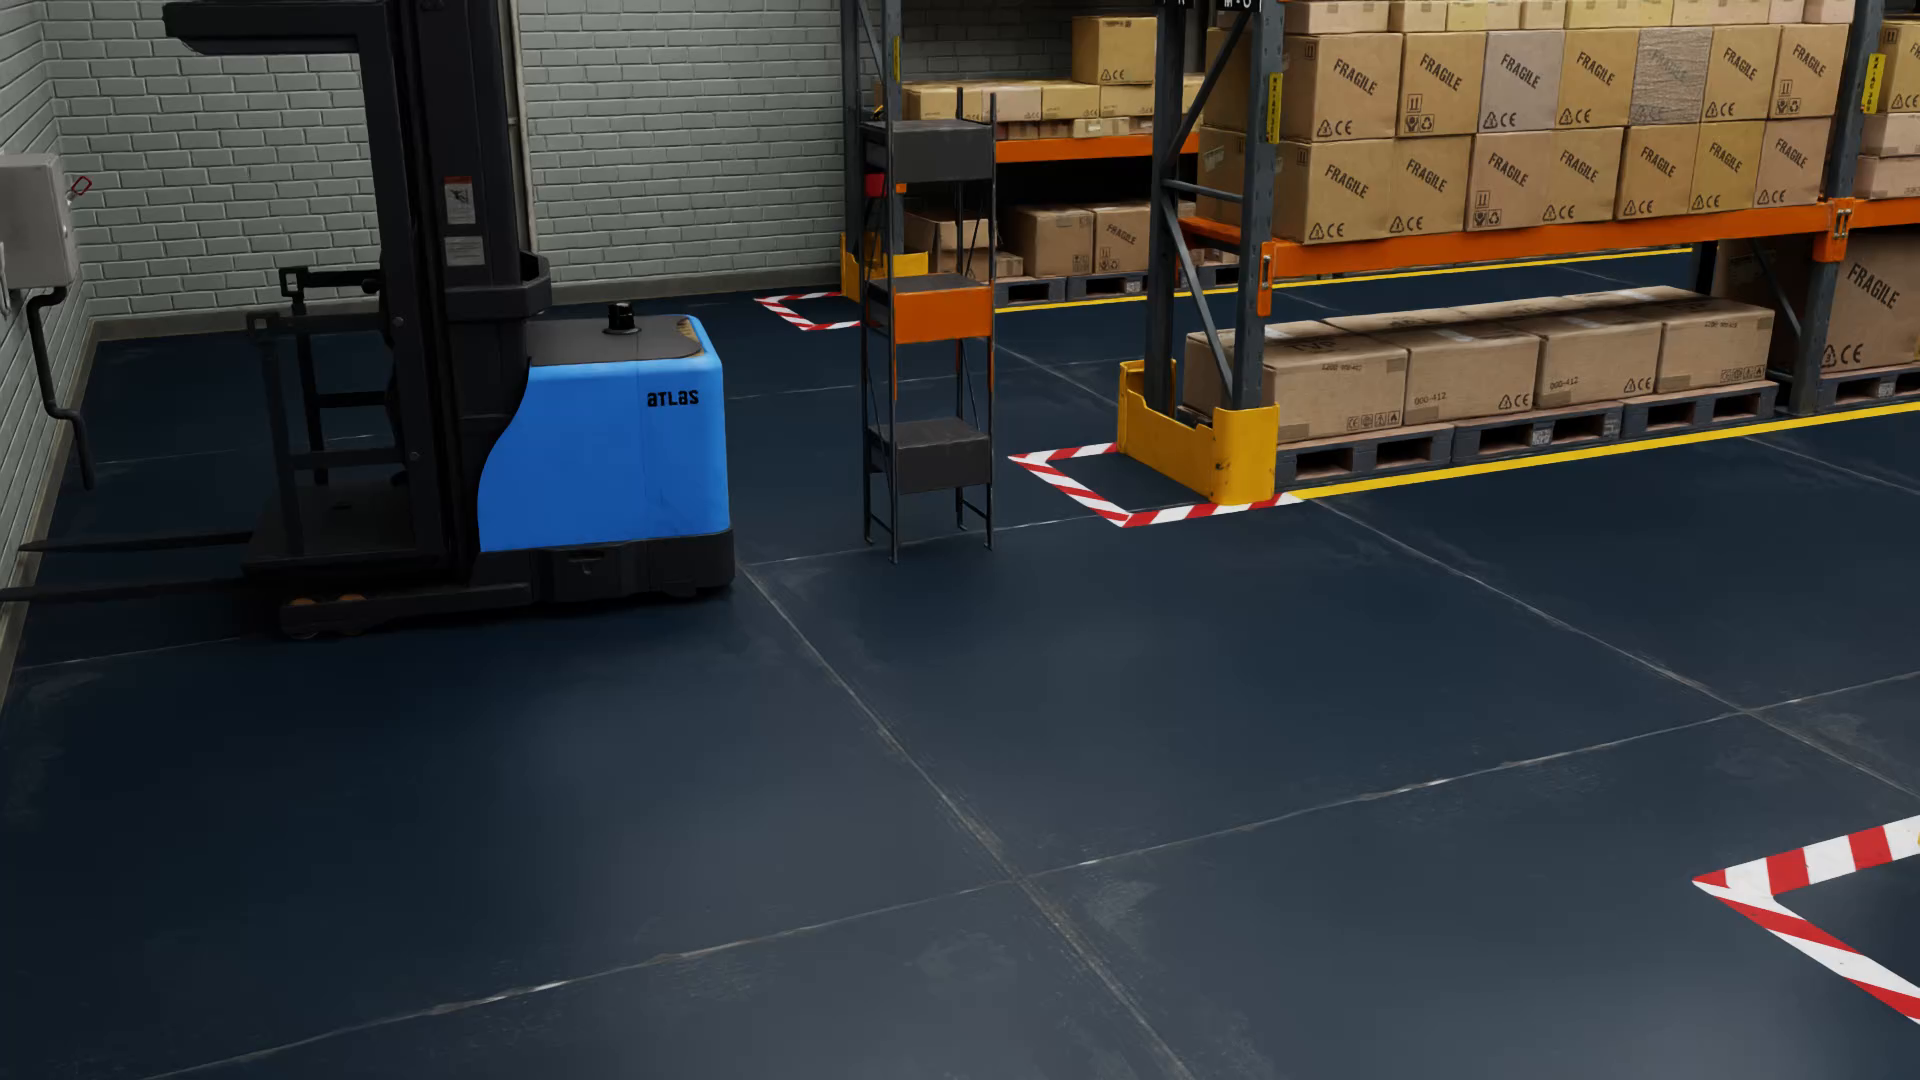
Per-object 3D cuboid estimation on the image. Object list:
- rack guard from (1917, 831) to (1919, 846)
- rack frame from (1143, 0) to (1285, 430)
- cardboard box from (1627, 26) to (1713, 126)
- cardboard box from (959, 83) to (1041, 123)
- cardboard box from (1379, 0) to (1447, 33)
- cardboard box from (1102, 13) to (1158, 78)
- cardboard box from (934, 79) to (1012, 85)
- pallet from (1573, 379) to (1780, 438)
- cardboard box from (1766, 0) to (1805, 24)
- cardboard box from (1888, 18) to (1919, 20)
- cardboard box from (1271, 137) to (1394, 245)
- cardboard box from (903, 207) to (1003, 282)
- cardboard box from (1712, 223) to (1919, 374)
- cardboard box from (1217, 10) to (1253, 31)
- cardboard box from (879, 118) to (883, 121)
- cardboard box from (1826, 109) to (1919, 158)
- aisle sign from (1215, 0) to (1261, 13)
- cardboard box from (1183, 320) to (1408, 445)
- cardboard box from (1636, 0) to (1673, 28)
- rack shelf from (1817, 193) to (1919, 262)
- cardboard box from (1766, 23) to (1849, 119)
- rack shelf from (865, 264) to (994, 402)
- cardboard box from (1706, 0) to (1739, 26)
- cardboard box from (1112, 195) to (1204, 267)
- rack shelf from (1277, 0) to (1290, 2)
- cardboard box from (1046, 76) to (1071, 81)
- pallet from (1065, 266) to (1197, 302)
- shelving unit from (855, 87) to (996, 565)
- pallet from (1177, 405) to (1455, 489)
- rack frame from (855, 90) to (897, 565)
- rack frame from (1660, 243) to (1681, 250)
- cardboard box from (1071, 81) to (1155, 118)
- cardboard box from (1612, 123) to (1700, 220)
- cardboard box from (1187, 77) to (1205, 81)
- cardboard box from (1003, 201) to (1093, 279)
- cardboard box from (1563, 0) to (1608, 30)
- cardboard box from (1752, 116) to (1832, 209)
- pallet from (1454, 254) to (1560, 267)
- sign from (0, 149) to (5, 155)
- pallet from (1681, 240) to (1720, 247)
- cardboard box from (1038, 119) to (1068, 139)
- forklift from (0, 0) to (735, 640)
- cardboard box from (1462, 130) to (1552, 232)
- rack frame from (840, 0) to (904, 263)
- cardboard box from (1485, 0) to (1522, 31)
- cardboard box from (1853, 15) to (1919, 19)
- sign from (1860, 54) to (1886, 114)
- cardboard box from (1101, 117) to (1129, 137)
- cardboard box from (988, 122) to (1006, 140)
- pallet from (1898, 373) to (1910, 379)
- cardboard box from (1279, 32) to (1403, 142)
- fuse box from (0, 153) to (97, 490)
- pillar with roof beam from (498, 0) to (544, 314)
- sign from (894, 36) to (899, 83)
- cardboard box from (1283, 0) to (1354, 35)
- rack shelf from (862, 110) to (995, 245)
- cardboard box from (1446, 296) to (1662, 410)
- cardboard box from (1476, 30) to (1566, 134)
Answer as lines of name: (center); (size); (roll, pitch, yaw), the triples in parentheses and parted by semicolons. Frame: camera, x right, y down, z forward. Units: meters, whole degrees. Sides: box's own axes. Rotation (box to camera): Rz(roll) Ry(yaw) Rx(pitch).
rack guard: (3.408, 0.879, 4.772); (0.348, 0.500, 1.175); (-8, 21, -22)
rack frame: (1.285, -1.786, 8.578); (0.127, 3.000, 1.000); (-8, 21, -22)
cardboard box: (3.701, -2.551, 9.093); (0.500, 0.500, 0.500); (-8, 21, -21)
cardboard box: (0.302, -3.413, 12.975); (0.500, 0.250, 0.500); (-8, 21, -21)
cardboard box: (2.217, -2.628, 8.337); (0.250, 0.149, 0.380); (-7, 21, -20)
cardboard box: (1.516, -4.134, 13.895); (0.500, 0.500, 0.500); (-9, 21, -23)
cardboard box: (0.107, -3.578, 13.444); (0.500, 0.250, 0.500); (-8, 21, -22)
pallet: (4.229, -0.921, 10.319); (1.213, 0.211, 1.003); (-8, 21, -22)
cardboard box: (4.516, -2.998, 9.387); (0.250, 0.149, 0.380); (-8, 21, -21)
cardboard box: (5.932, -2.876, 10.019); (0.500, 0.500, 0.500); (-8, 21, -22)
cardboard box: (1.840, -1.809, 8.492); (0.500, 0.500, 0.500); (-8, 21, -22)
cardboard box: (-0.085, -2.371, 13.367); (0.637, 0.503, 0.797); (-9, 21, -24)
cardboard box: (5.496, -1.614, 10.656); (0.875, 0.875, 0.875); (-7, 21, -20)
cardboard box: (1.535, -2.719, 8.595); (0.250, 0.149, 0.380); (-8, 21, -21)
cardboard box: (-0.486, -3.306, 13.273); (0.250, 0.149, 0.380); (-8, 21, -23)
cardboard box: (5.474, -2.449, 9.934); (0.500, 0.250, 0.500); (-9, 21, -23)
aisle sign: (1.334, -2.914, 7.868); (0.004, 0.787, 0.394); (-8, 21, -22)
cardboard box: (1.852, -0.893, 9.267); (0.875, 0.438, 0.875); (-9, 21, -24)
cardboard box: (3.602, -2.850, 8.968); (0.250, 0.149, 0.380); (-9, 21, -23)
rack shelf: (6.794, -2.236, 10.939); (4.000, 0.370, 1.077); (-8, 21, -22)
cardboard box: (4.634, -2.685, 9.474); (0.500, 0.500, 0.500); (-8, 21, -22)
rack shelf: (-0.152, -0.956, 7.616); (0.480, 0.518, 0.431); (-8, 21, -22)
cardboard box: (4.058, -2.929, 9.192); (0.250, 0.149, 0.380); (-8, 21, -22)
cardboard box: (1.668, -2.607, 14.041); (0.500, 0.500, 0.700); (-9, 21, -24)
rack shelf: (3.122, -3.125, 8.946); (4.000, 0.370, 1.077); (-8, 21, -22)
cardboard box: (1.044, -3.710, 13.820); (0.500, 0.250, 0.500); (-8, 21, -22)
pallet: (1.236, -2.258, 14.118); (1.213, 0.211, 1.003); (-8, 21, -22)
shelving unit: (-0.152, -0.969, 7.611); (0.503, 2.100, 0.431); (-8, 21, -22)
pallet: (1.988, -0.600, 9.407); (1.213, 0.211, 1.003); (-8, 21, -22)
rack frame: (-0.376, -0.937, 7.520); (0.015, 2.100, 0.400); (-8, 21, -22)
rack frame: (6.661, -4.351, 15.864); (0.127, 3.000, 1.000); (-8, 21, -22)
cardboard box: (1.227, -3.554, 13.377); (0.500, 0.250, 0.500); (-9, 21, -23)
cardboard box: (3.707, -2.080, 9.263); (0.500, 0.500, 0.500); (-8, 21, -23)
cardboard box: (2.163, -3.683, 13.744); (0.500, 0.250, 0.500); (-8, 21, -22)
cardboard box: (0.715, -2.470, 13.653); (0.500, 0.500, 0.700); (-7, 21, -20)
cardboard box: (3.161, -2.764, 8.723); (0.250, 0.149, 0.380); (-9, 21, -23)
cardboard box: (4.633, -2.220, 9.661); (0.500, 0.500, 0.500); (-8, 21, -21)
pallet: (4.842, -2.790, 15.629); (1.213, 0.211, 1.003); (-8, 21, -22)
sign: (-4.967, -1.775, 8.691); (0.001, 0.494, 0.329); (-8, 21, -22)
pallet: (7.433, -3.133, 16.601); (1.213, 0.211, 1.003); (-8, 21, -22)
cardboard box: (0.667, -3.284, 13.211); (0.250, 0.149, 0.380); (-8, 21, -21)
forklift: (-2.566, -1.166, 6.920); (3.031, 2.935, 1.130); (-5, 20, -13)
cardboard box: (2.767, -1.945, 8.879); (0.500, 0.500, 0.500); (-8, 21, -22)
rack frame: (-0.684, -3.299, 12.875); (0.127, 3.000, 1.000); (-8, 21, -22)
cardboard box: (2.672, -2.719, 8.595); (0.250, 0.149, 0.380); (-8, 21, -21)
cardboard box: (5.741, -3.037, 10.474); (0.500, 0.500, 0.500); (-8, 21, -21)
sign: (5.179, -2.589, 9.435); (0.005, 0.325, 0.100); (-8, 21, -22)
cardboard box: (1.162, -3.335, 13.356); (0.250, 0.149, 0.380); (-8, 21, -21)
cardboard box: (0.169, -3.233, 13.066); (0.250, 0.149, 0.380); (-8, 21, -23)
pallet: (6.759, -1.283, 11.348); (1.213, 0.211, 1.003); (-8, 21, -22)
cardboard box: (1.839, -2.281, 8.328); (0.500, 0.500, 0.500); (-9, 21, -23)
fuse box: (-4.581, -1.089, 8.539); (0.414, 1.711, 0.539); (-8, 21, -22)
pillar with roof beam: (-1.812, -4.736, 7.924); (0.400, 9.000, 9.100); (-8, 21, -22)
sign: (-0.469, -3.542, 12.262); (0.005, 0.325, 0.100); (-8, 21, -22)
cardboard box: (1.721, -2.573, 8.180); (0.250, 0.149, 0.380); (-8, 21, -21)
rack shelf: (-0.152, -1.616, 7.384); (0.480, 0.518, 0.431); (-8, 21, -22)
cardboard box: (3.517, -1.134, 9.951); (0.875, 0.438, 0.875); (-9, 21, -24)
cardboard box: (2.780, -2.421, 8.726); (0.500, 0.500, 0.500); (-8, 21, -22)
